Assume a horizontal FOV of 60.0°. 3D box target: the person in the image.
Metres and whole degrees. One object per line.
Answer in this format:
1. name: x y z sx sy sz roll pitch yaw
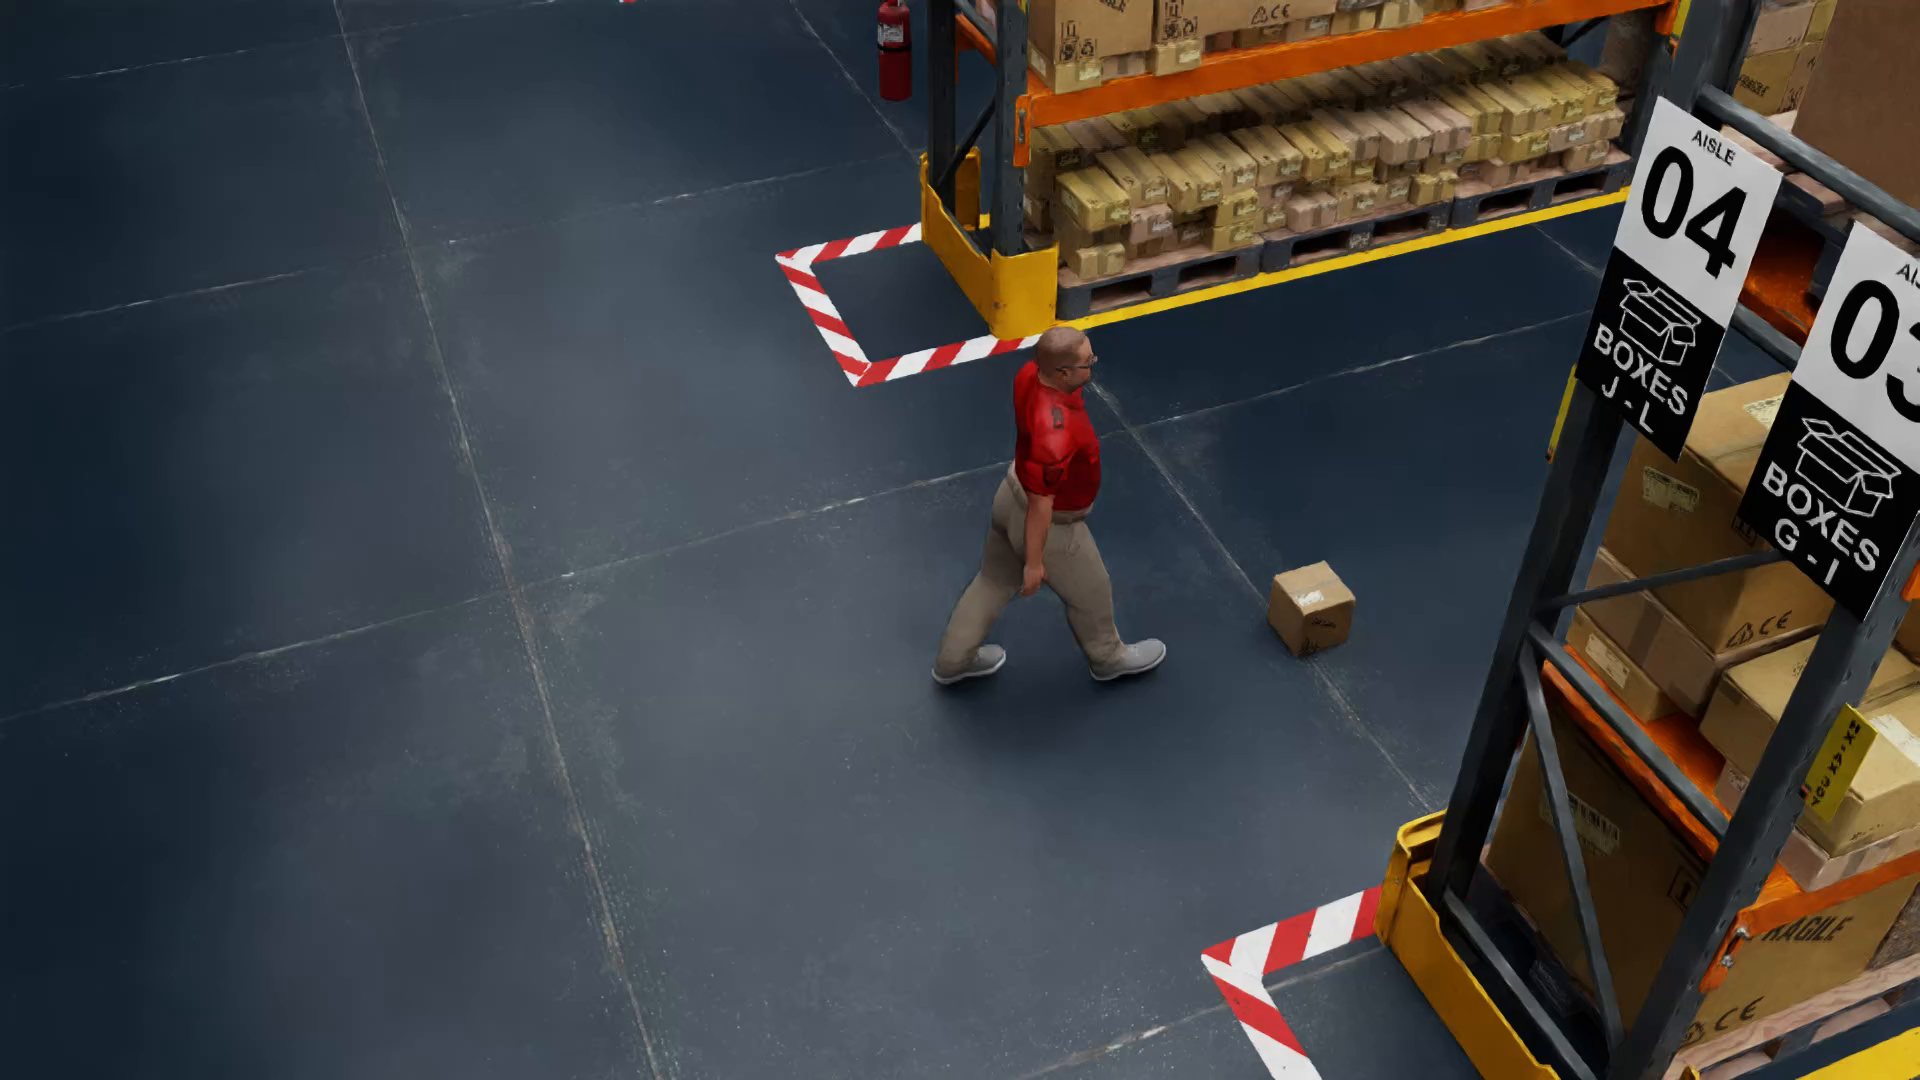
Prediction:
1. person: 0.353 -0.117 6.316 0.963 1.686 0.605 -10 43 -11
